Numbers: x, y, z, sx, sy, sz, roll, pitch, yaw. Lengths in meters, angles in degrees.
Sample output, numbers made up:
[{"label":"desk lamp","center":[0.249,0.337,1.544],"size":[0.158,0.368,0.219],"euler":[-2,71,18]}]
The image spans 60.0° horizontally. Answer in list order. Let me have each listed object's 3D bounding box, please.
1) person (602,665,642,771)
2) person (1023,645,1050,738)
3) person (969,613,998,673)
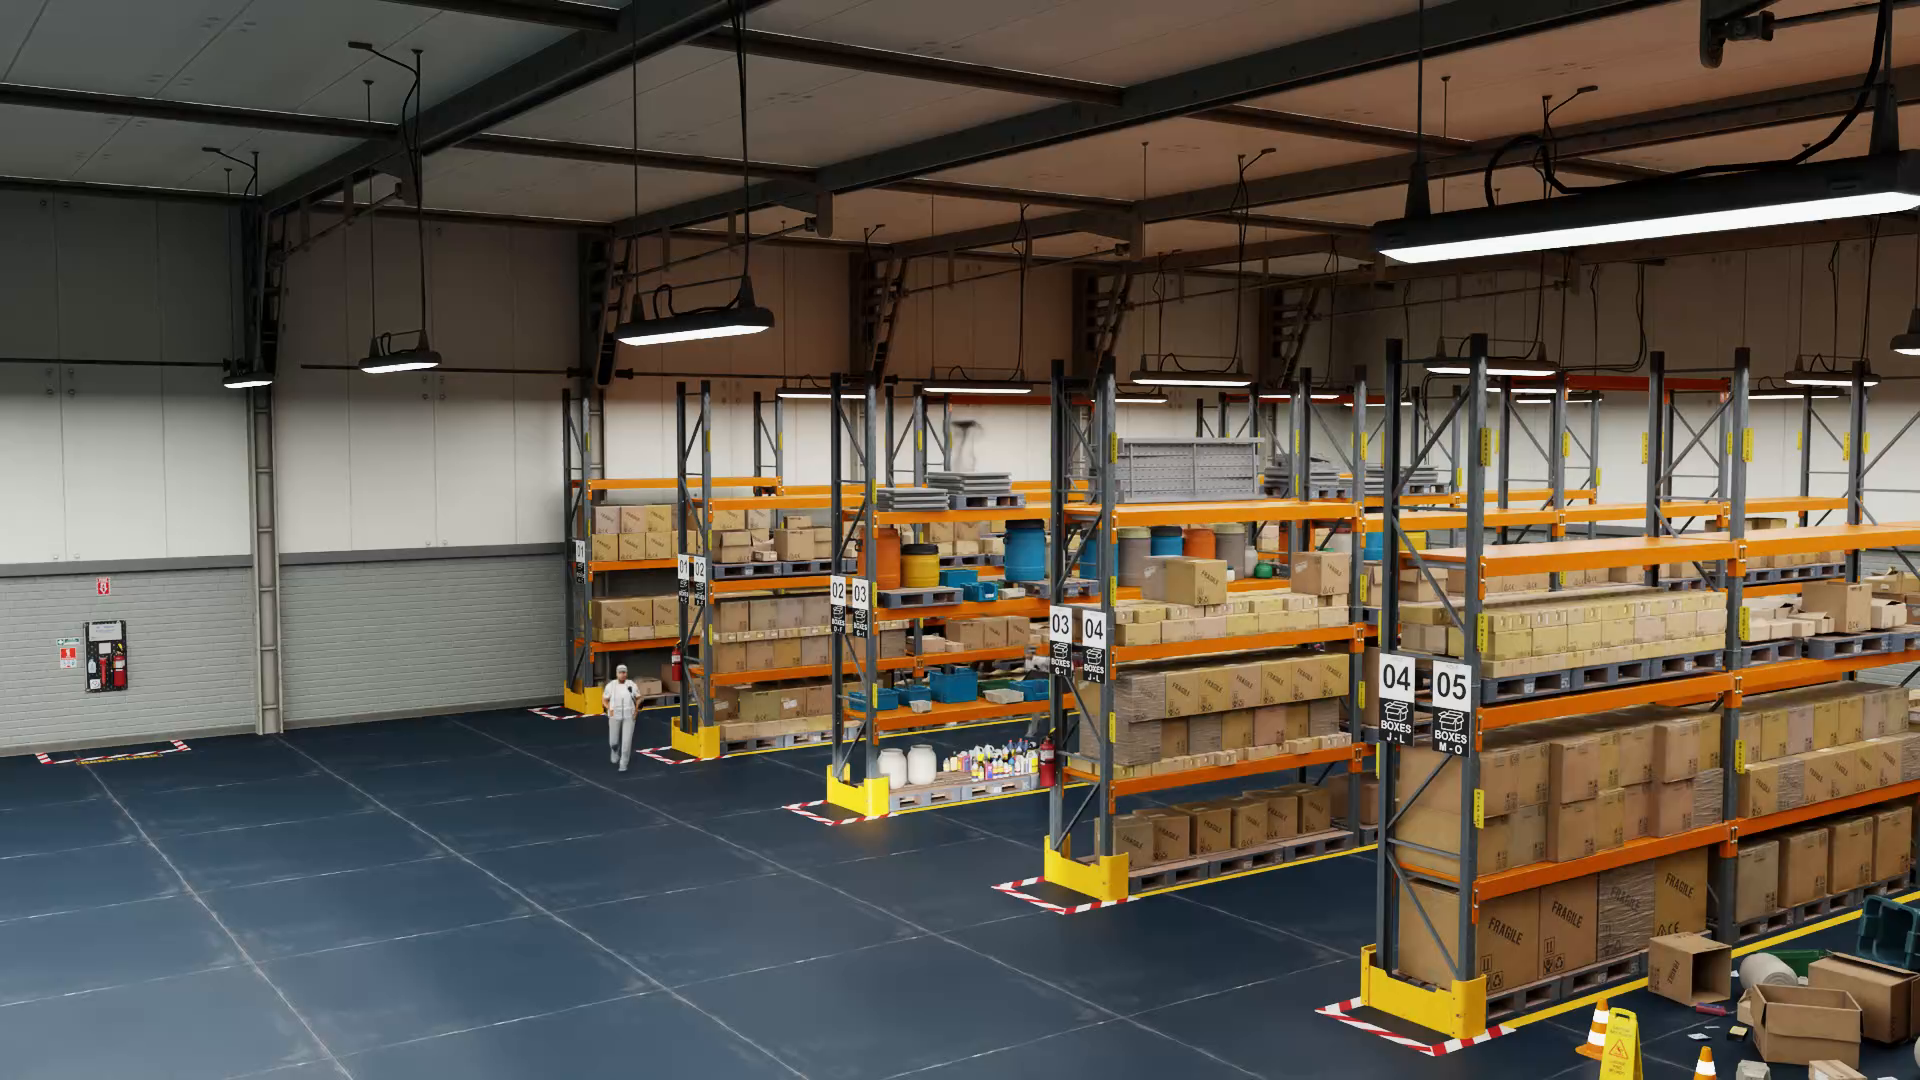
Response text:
[{"label":"person","center":[-5.183,2.723,25.528],"size":[0.595,1.609,0.561],"euler":[-1,4,-14]},{"label":"person","center":[1.468,2.569,28.493],"size":[0.969,1.626,0.658],"euler":[-3,5,-43]},{"label":"person","center":[0.475,2.159,32.778],"size":[1.047,1.802,0.704],"euler":[-3,5,-36]}]
